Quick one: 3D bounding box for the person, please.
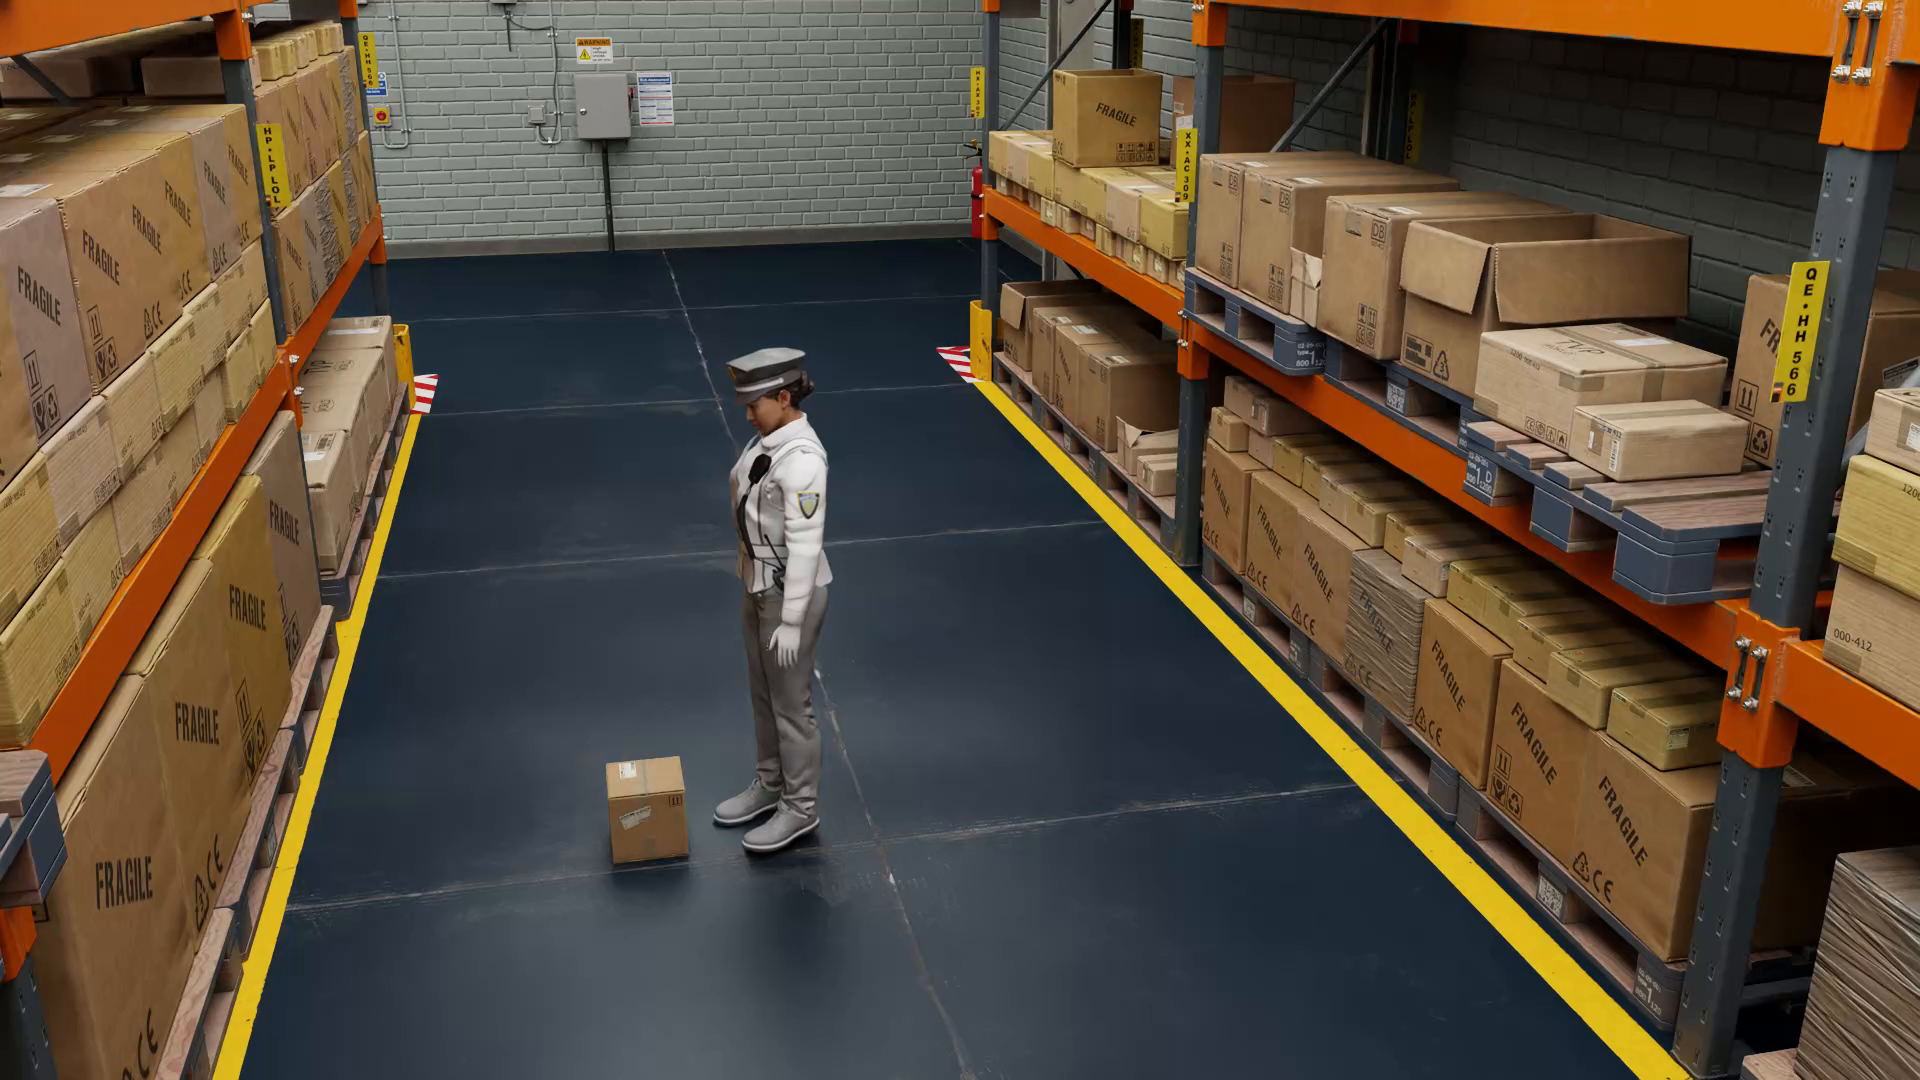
[{"bbox_3d":[-0.621,0.204,5.449,0.402,1.687,0.538,-7,21,-19],"label":"person"}]
